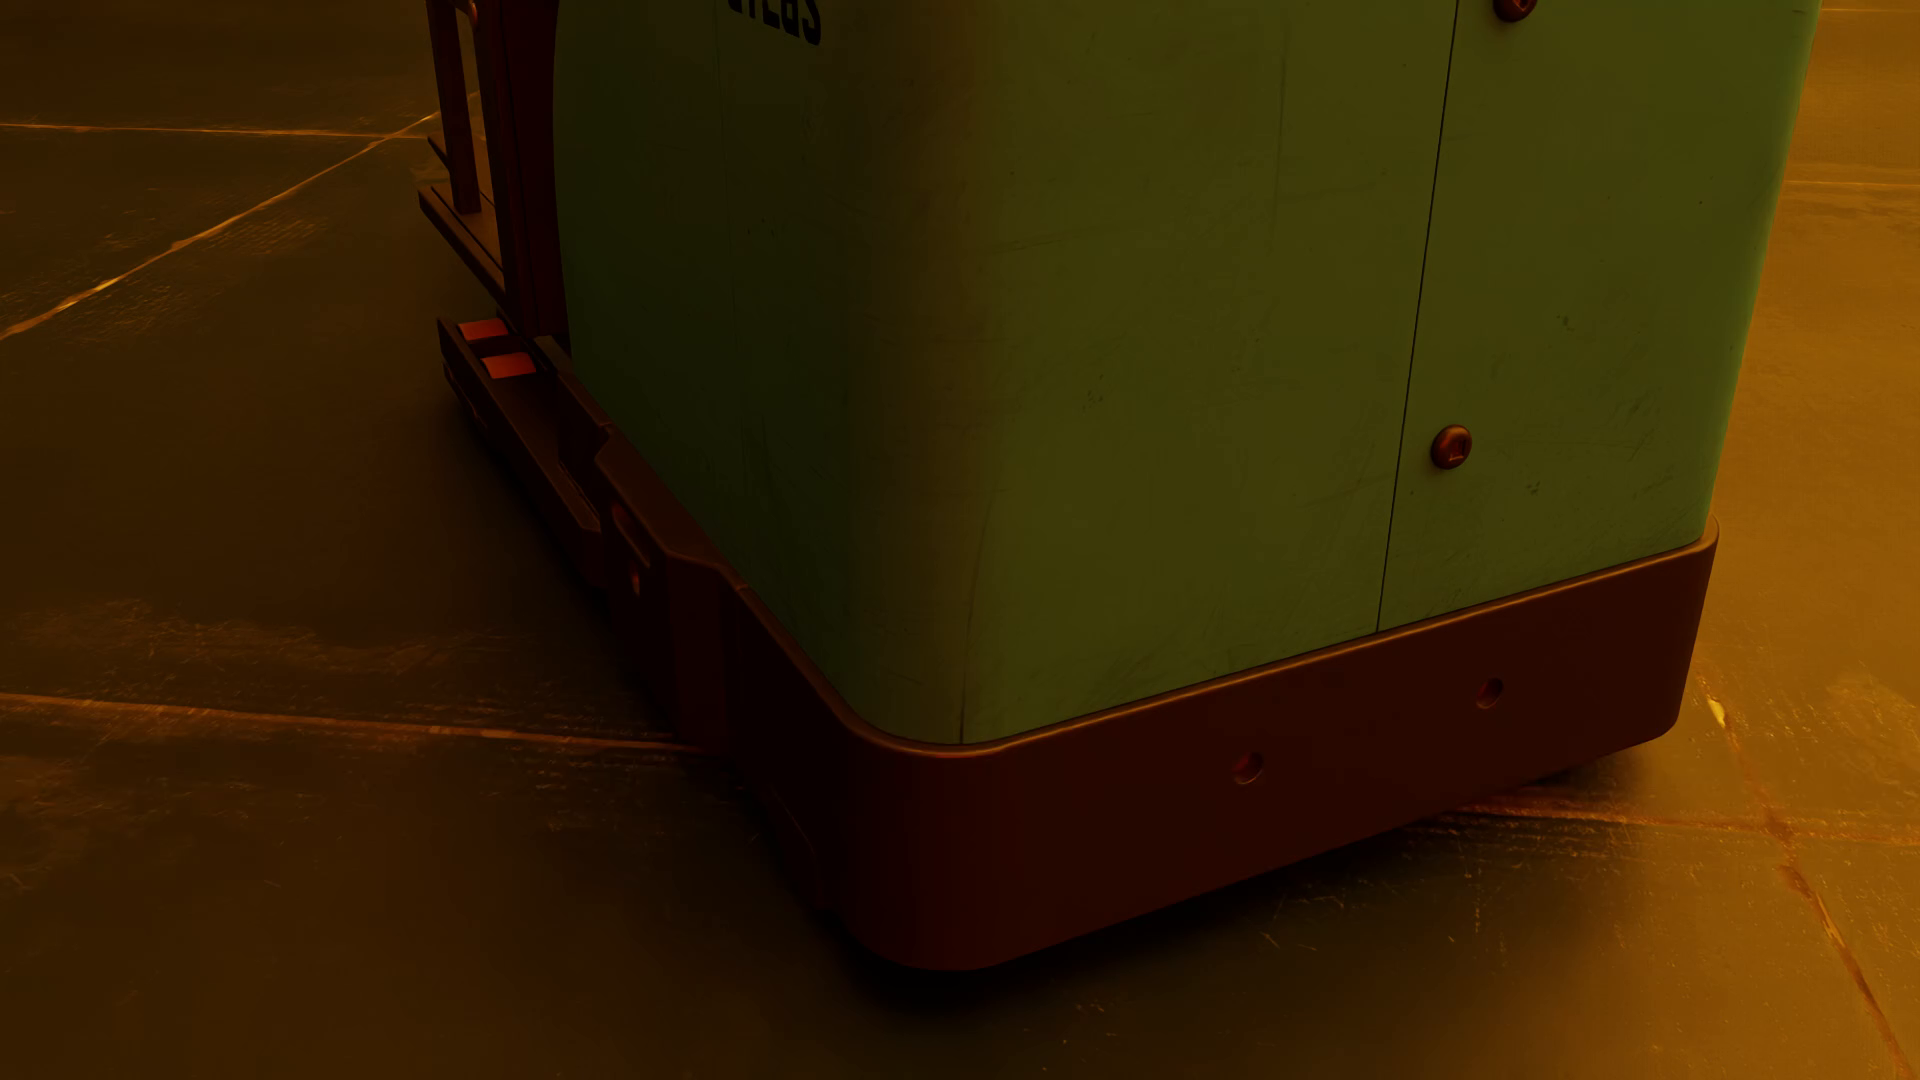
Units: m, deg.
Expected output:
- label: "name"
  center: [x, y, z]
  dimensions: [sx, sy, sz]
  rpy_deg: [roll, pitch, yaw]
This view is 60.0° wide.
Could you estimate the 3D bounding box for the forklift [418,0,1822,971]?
- label: "forklift"
  center: [-0.270, -1.540, 2.304]
  dimensions: [1.130, 2.935, 3.031]
  rpy_deg: [-13, 29, -24]
